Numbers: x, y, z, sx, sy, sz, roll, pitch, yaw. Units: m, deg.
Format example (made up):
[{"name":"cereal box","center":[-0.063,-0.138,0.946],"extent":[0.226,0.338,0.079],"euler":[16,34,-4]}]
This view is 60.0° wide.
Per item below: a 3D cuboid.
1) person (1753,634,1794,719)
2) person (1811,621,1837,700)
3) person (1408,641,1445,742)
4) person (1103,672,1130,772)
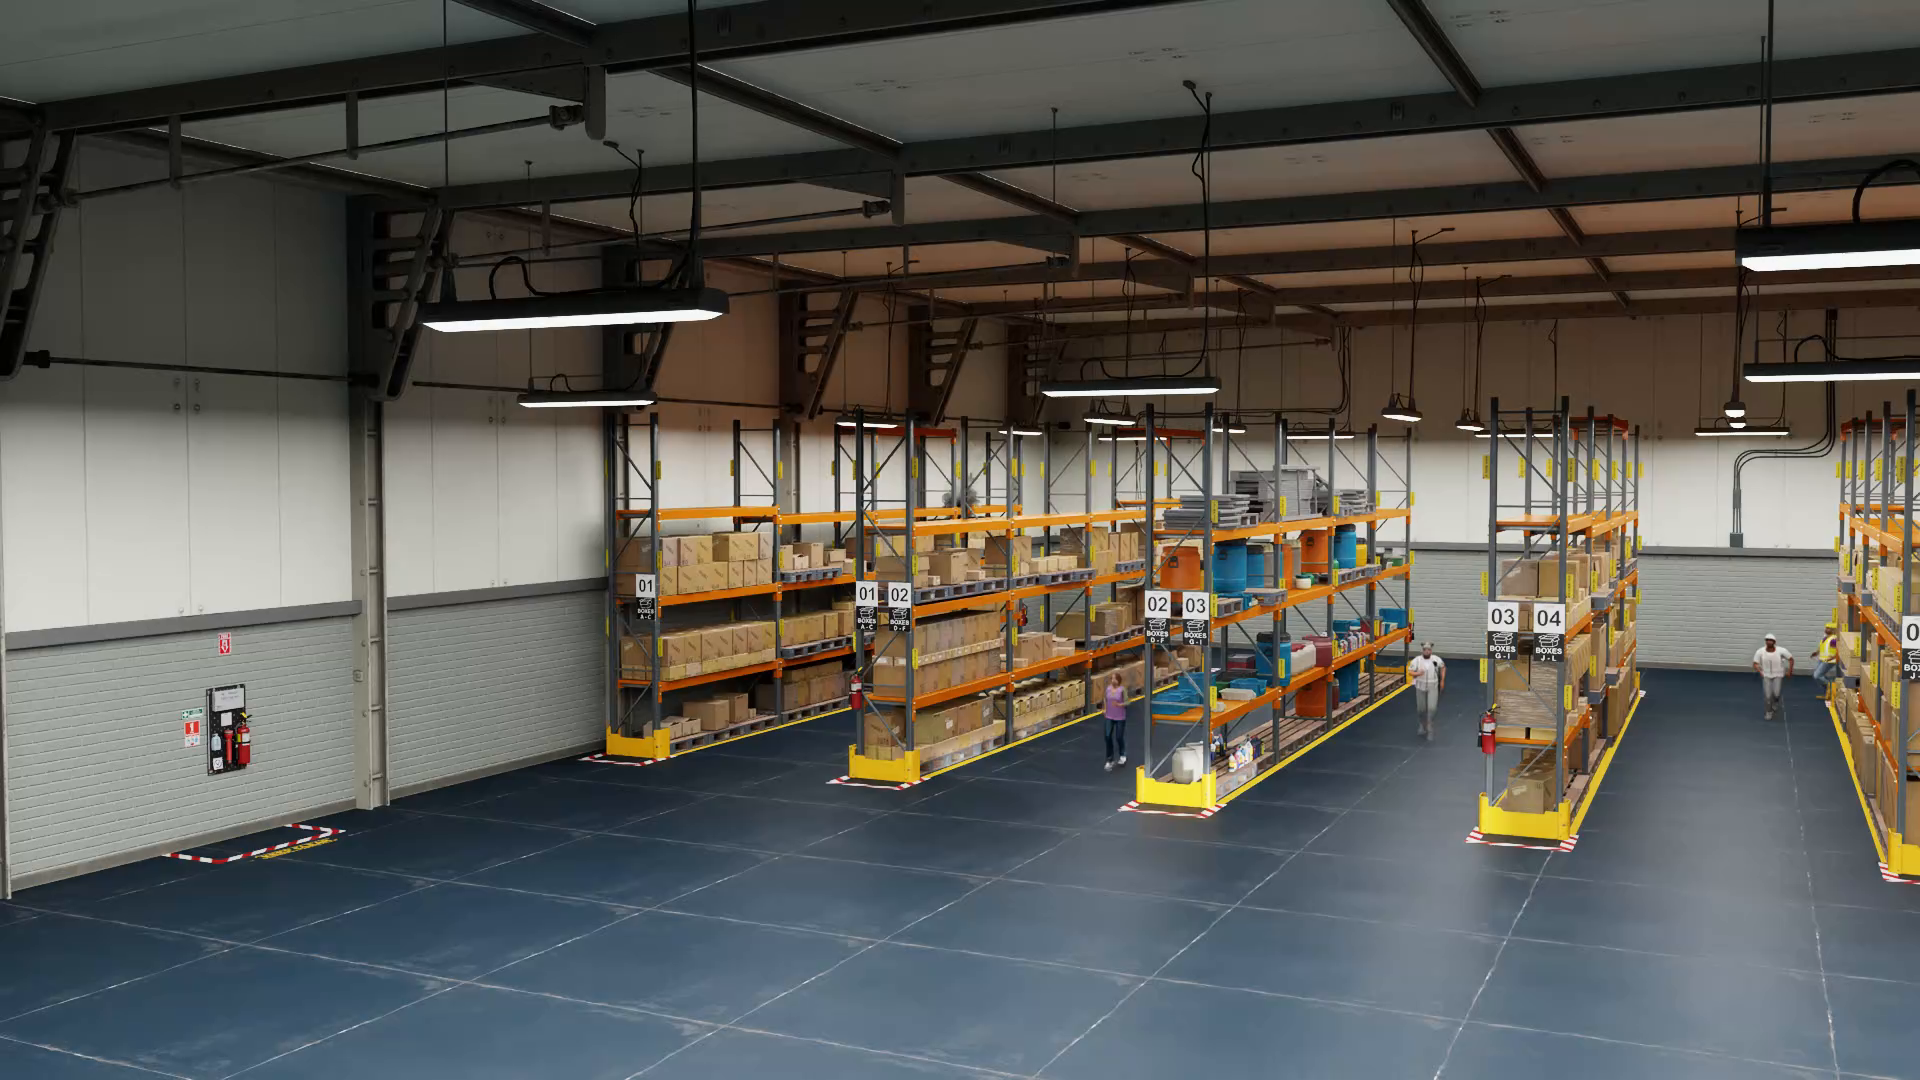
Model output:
[{"name":"person","center":[16.290,2.745,33.347],"extent":[0.729,1.723,0.647],"euler":[1,3,31]},{"name":"person","center":[18.761,2.630,36.042],"extent":[0.542,1.729,0.771],"euler":[0,2,4]},{"name":"person","center":[8.714,2.802,31.075],"extent":[0.664,1.844,0.847],"euler":[1,3,18]},{"name":"person","center":[2.608,3.026,27.855],"extent":[0.522,1.640,0.690],"euler":[1,3,23]}]
